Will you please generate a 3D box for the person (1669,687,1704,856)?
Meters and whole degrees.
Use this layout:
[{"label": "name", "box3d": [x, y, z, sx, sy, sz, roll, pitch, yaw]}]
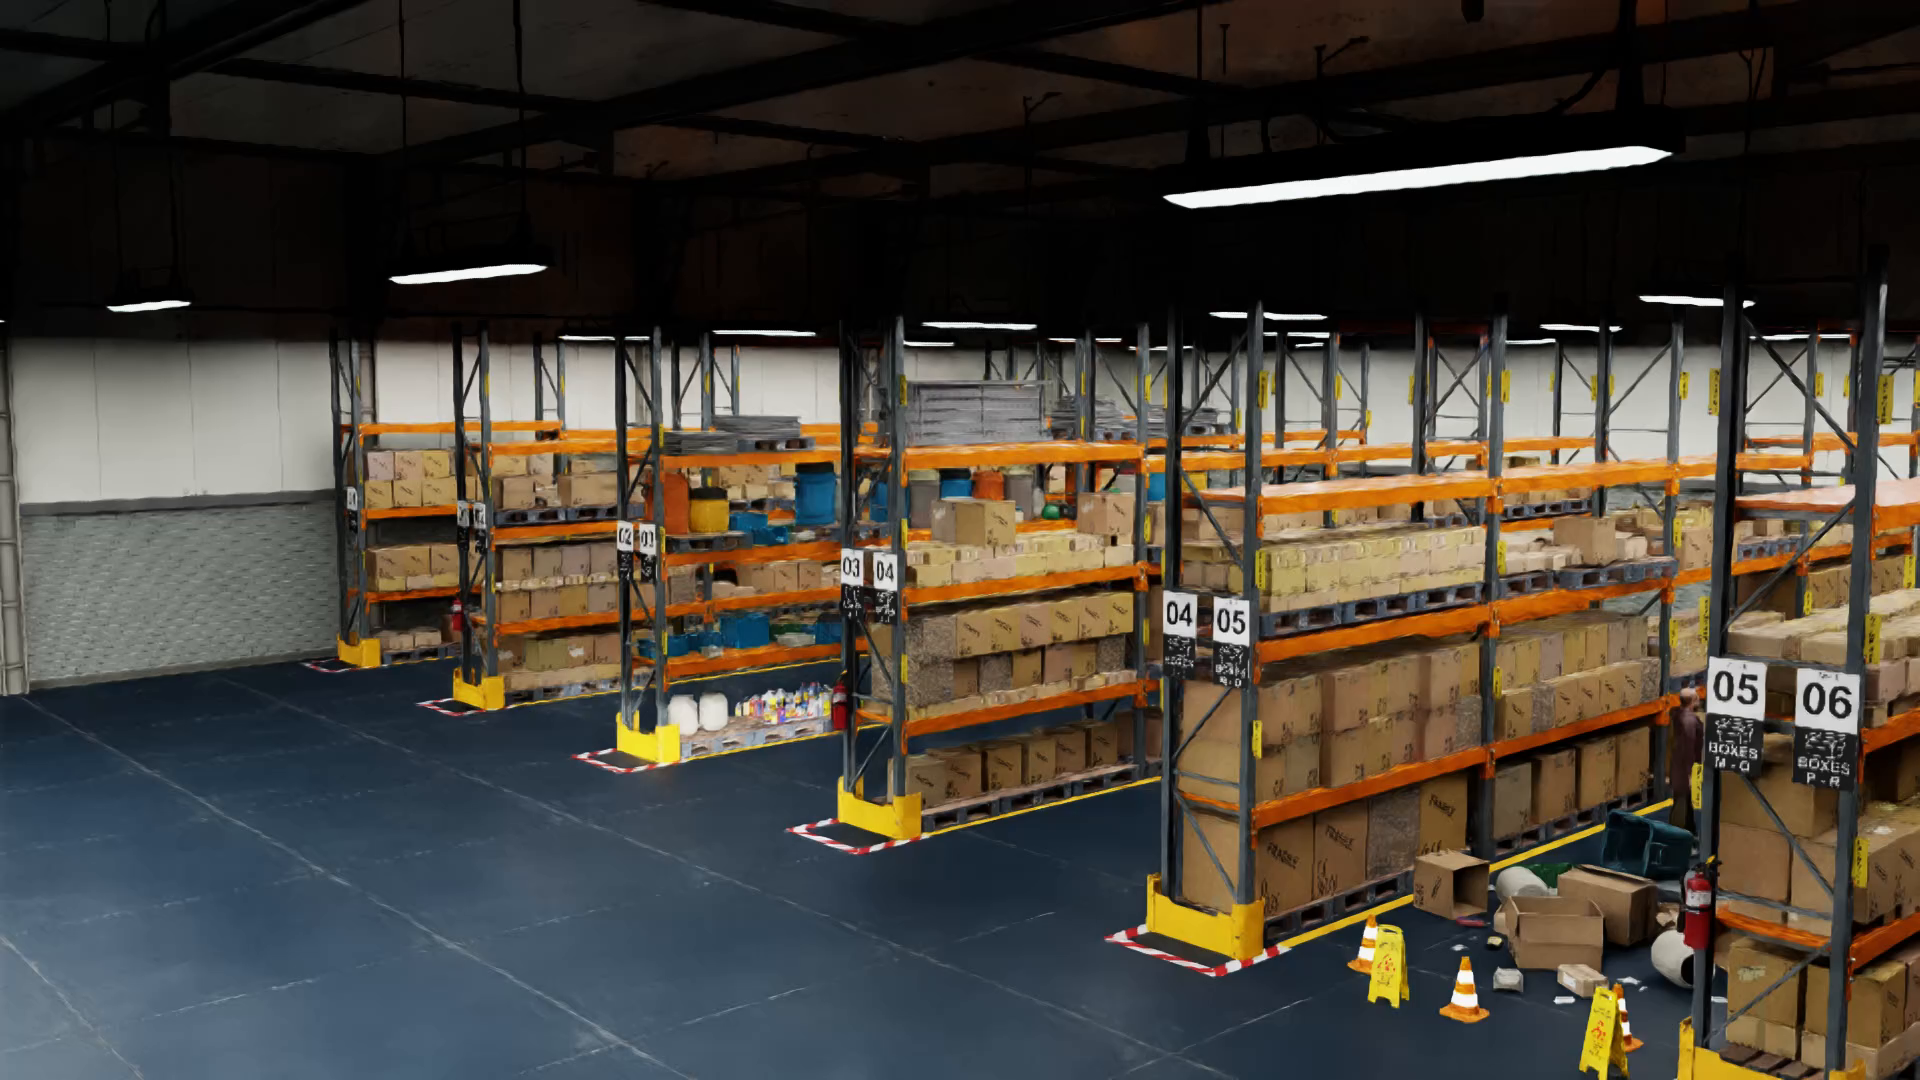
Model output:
[{"label": "person", "box3d": [7.925, 2.484, 18.024, 0.504, 1.788, 0.629, 2, 6, 16]}]
